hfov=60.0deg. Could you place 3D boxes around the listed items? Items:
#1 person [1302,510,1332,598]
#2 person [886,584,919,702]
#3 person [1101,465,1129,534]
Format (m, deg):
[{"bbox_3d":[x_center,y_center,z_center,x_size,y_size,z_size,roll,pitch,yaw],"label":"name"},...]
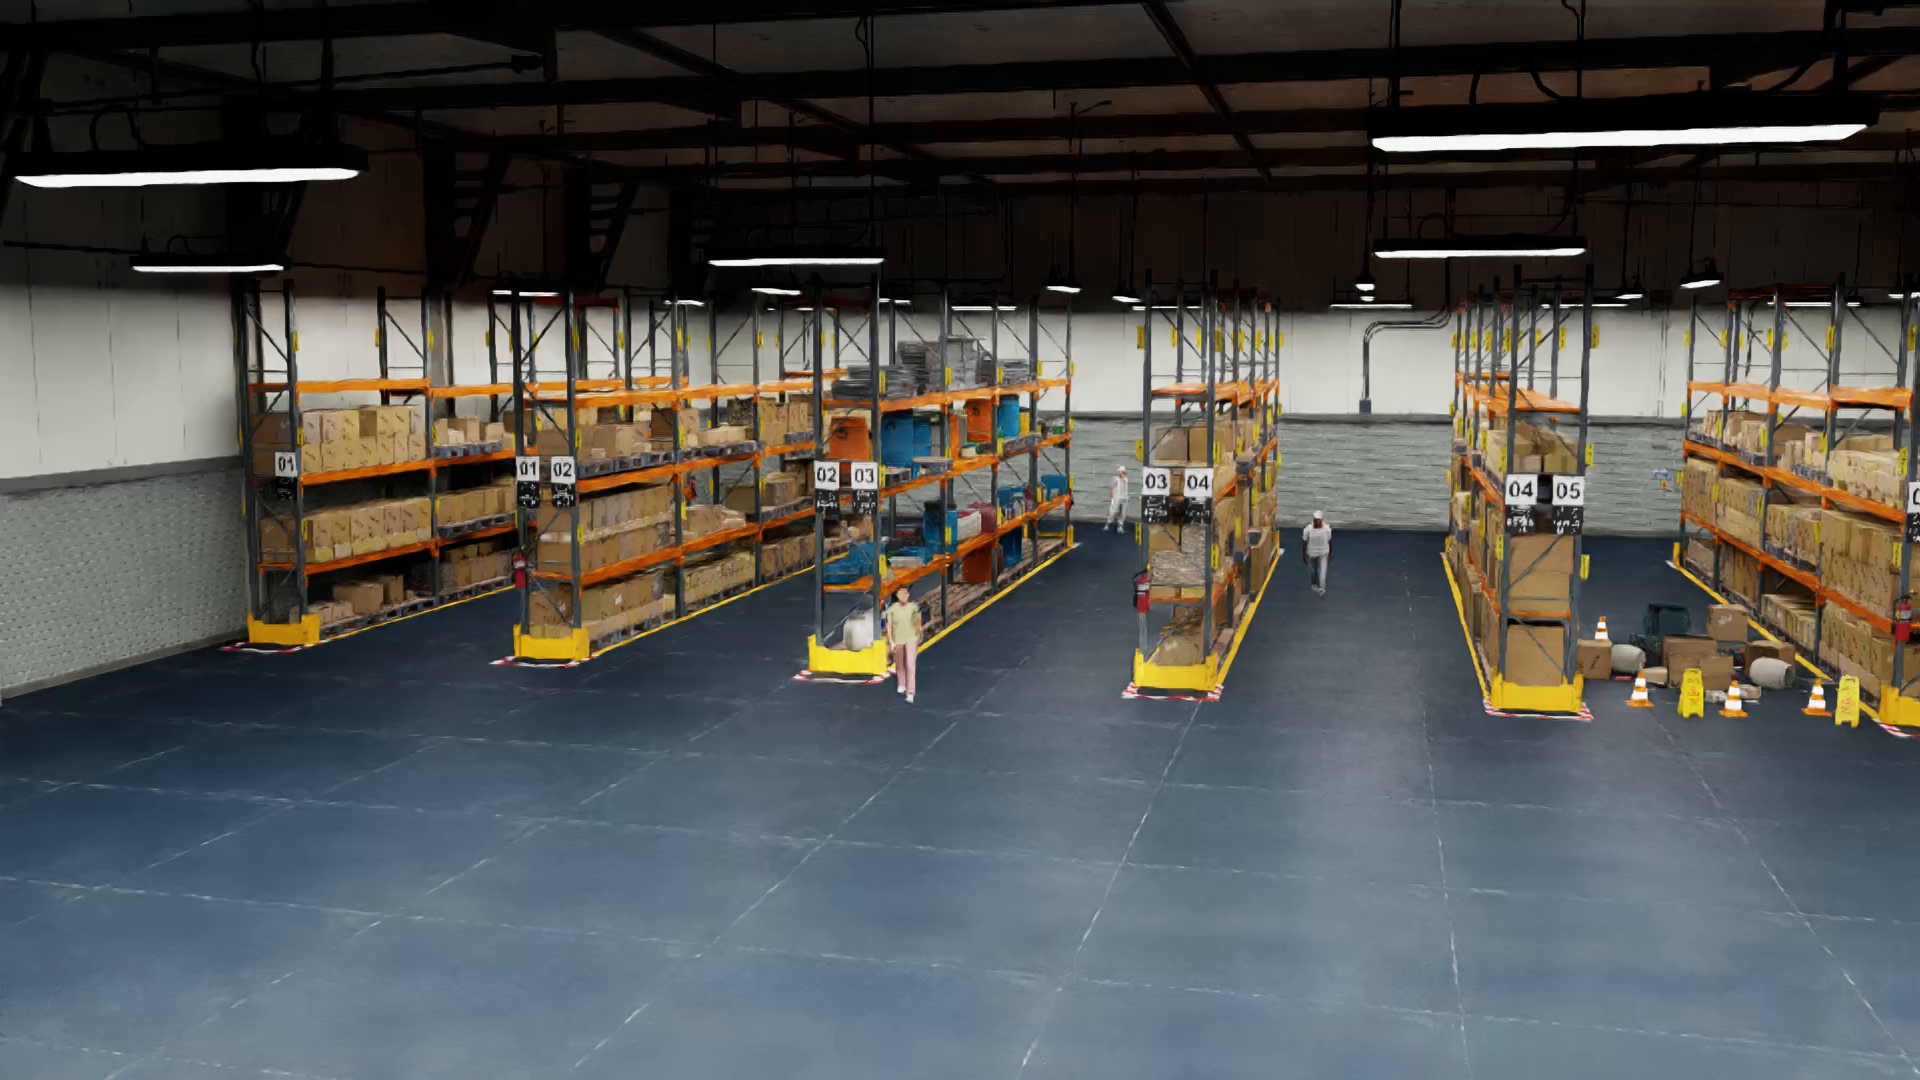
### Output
[{"bbox_3d":[6.994,0.249,32.601,0.577,1.691,1.121,2,7,16],"label":"person"},{"bbox_3d":[-0.803,1.414,23.230,0.446,1.604,1.018,1,7,5],"label":"person"},{"bbox_3d":[4.039,-1.050,43.150,0.739,1.781,0.521,-3,8,-26],"label":"person"}]
